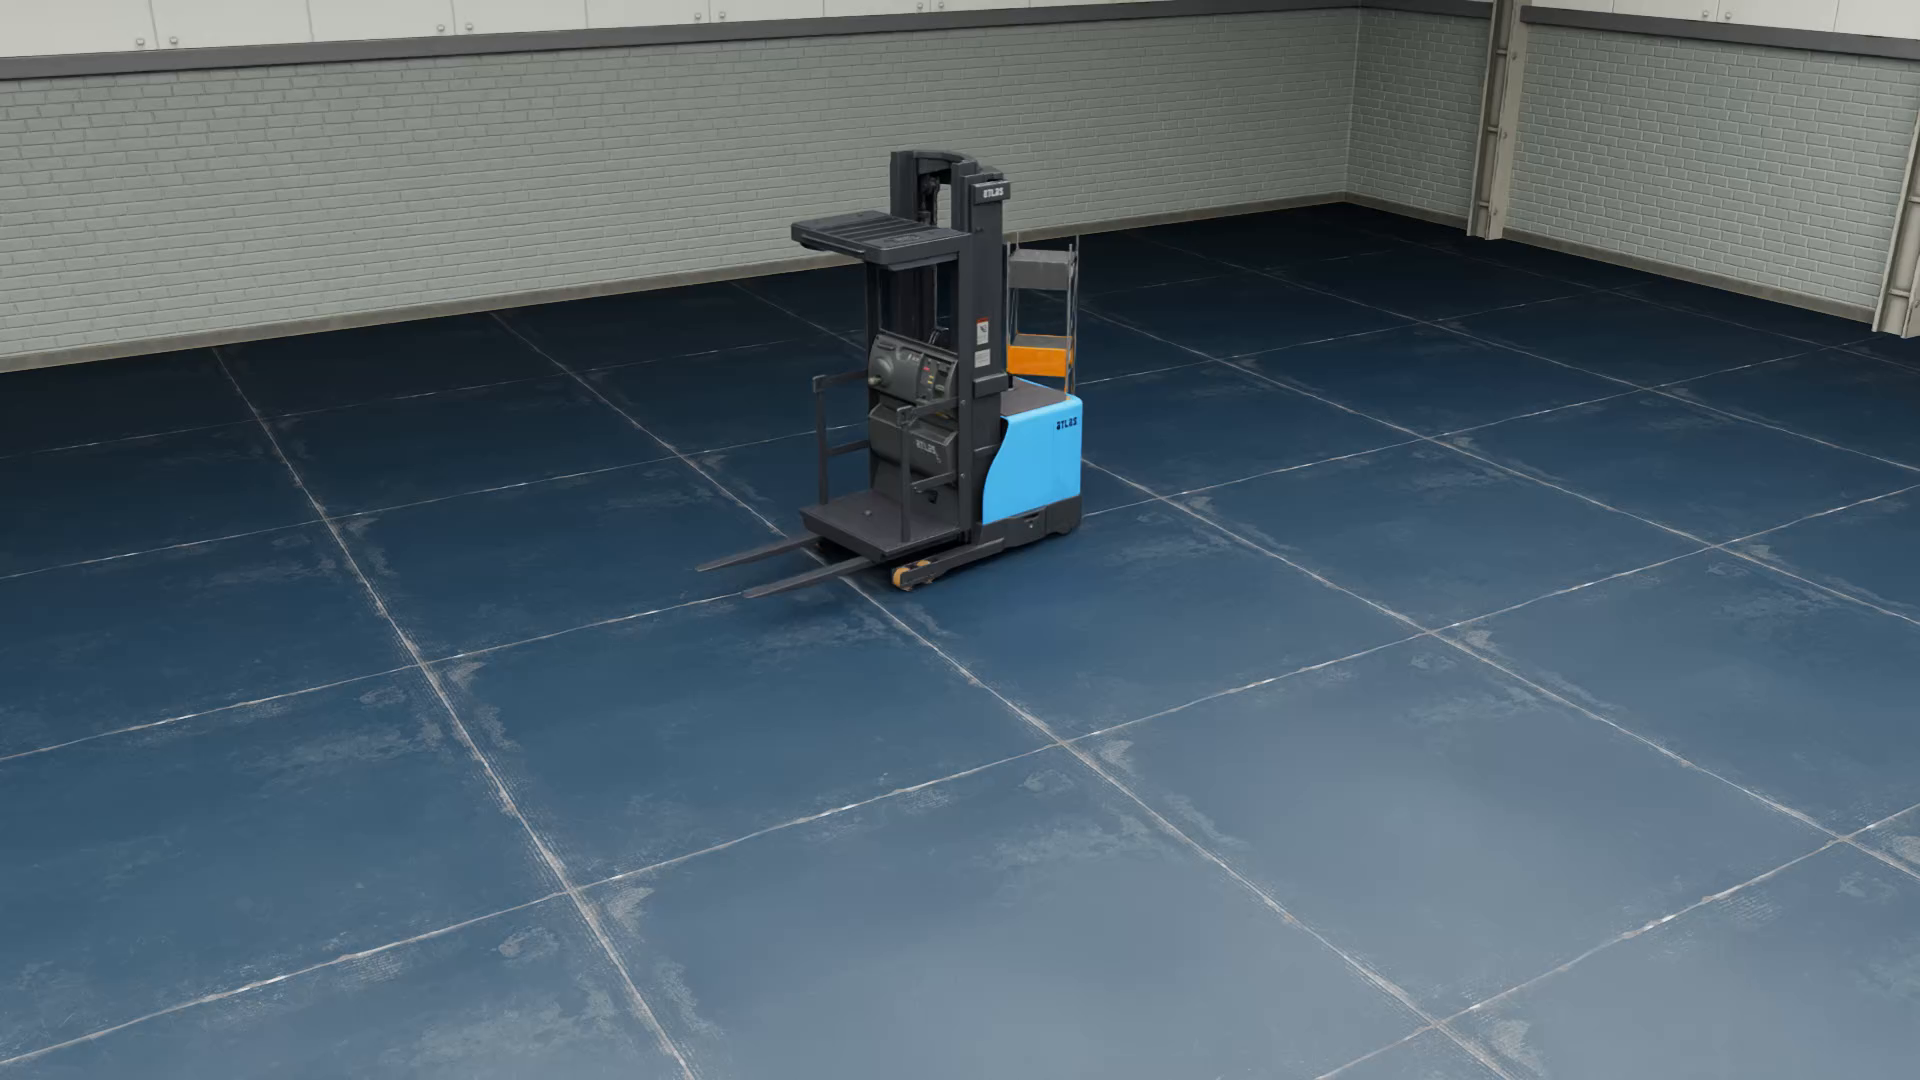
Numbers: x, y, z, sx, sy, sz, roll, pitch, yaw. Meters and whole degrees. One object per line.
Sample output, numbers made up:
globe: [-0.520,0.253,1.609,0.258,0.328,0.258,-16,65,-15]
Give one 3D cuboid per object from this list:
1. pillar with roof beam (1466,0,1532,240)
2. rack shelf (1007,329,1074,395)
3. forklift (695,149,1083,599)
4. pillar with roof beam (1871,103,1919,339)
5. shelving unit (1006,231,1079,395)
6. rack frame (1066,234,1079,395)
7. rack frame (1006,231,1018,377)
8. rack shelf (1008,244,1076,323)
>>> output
pillar with roof beam: [3.637,-7.586,19.524,9.100,9.000,0.400,-13,25,-28]
rack shelf: [0.656,-1.391,13.481,0.480,0.518,0.431,5,23,11]
forklift: [-0.503,-1.220,11.920,3.031,2.935,1.130,-18,28,-37]
pillar with roof beam: [6.701,-5.644,14.746,9.100,9.000,0.400,-13,25,-28]
shelving unit: [0.656,-1.404,13.476,0.503,2.100,0.431,5,23,11]
rack frame: [0.895,-1.384,13.428,0.015,2.100,0.400,5,23,11]
rack frame: [0.418,-1.423,13.524,0.015,2.100,0.400,5,23,11]
rack shelf: [0.656,-2.039,13.218,0.480,0.518,0.431,5,23,11]
